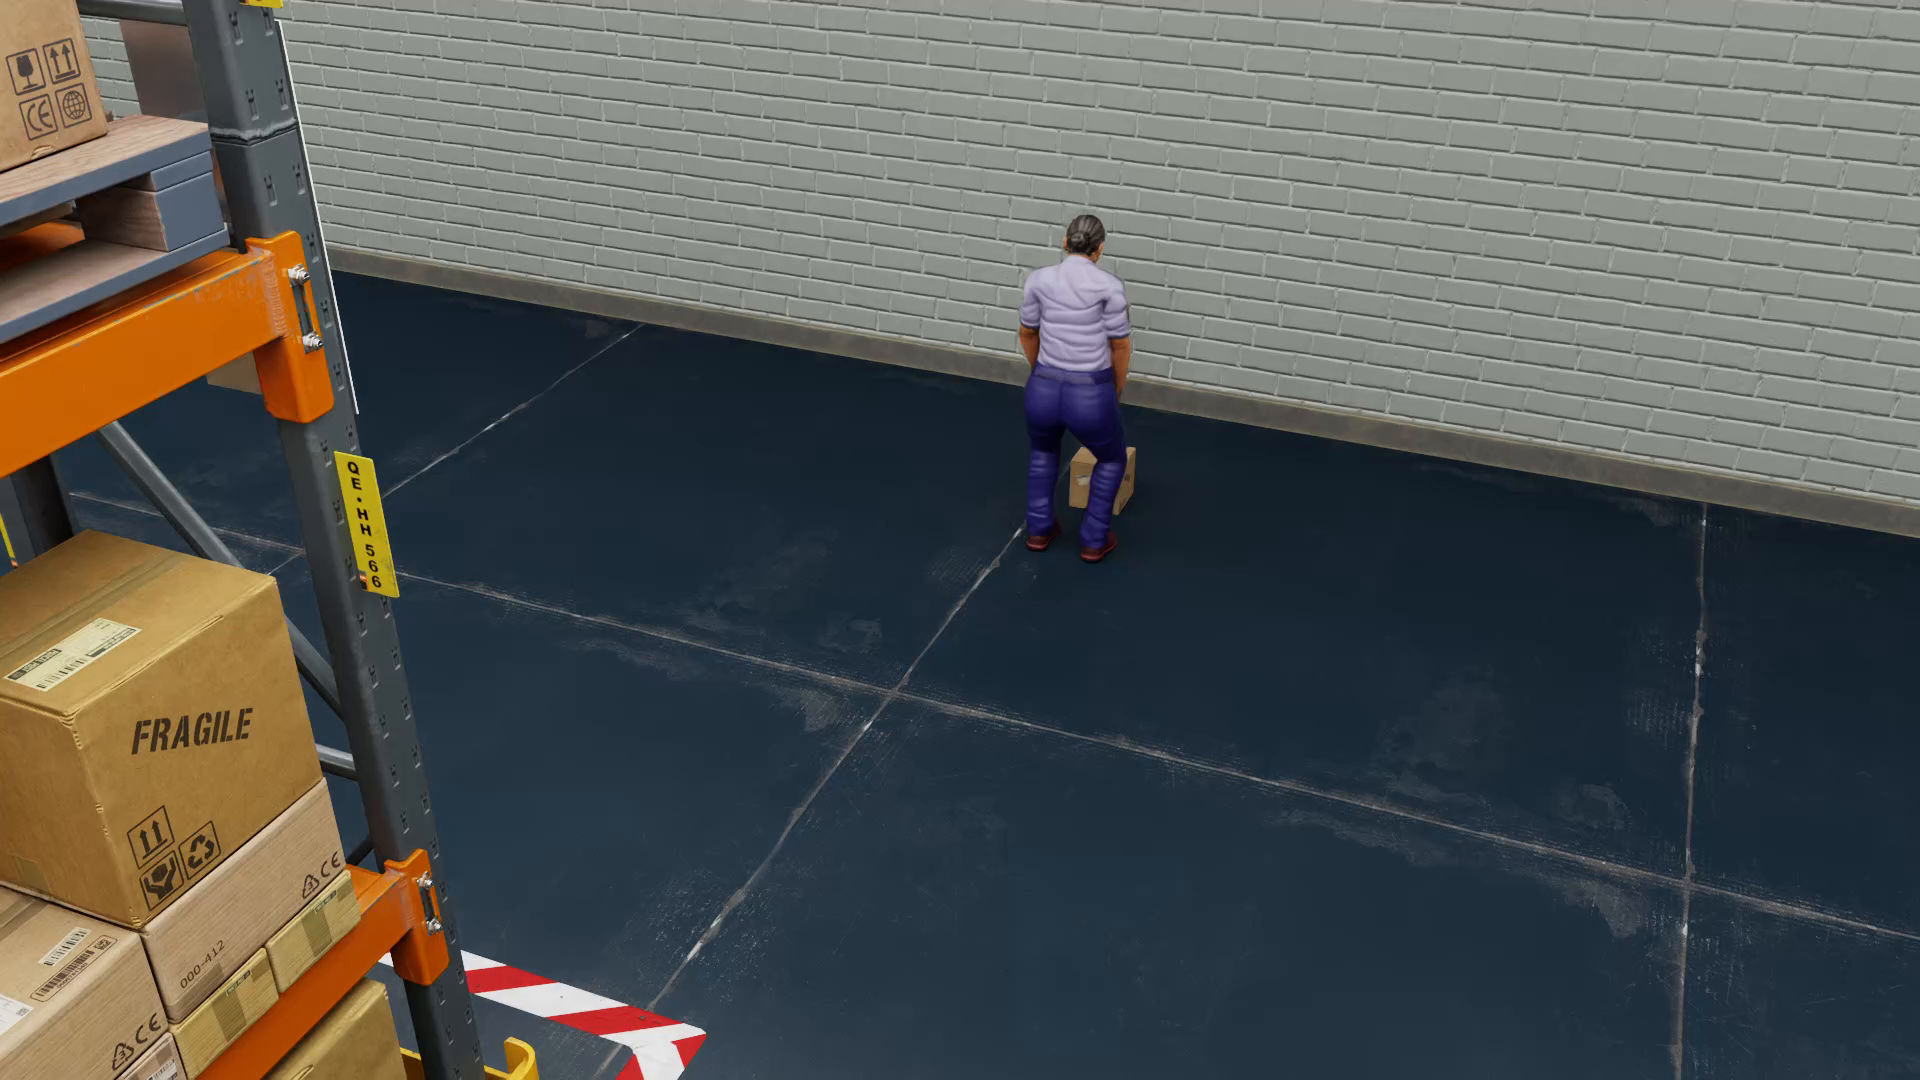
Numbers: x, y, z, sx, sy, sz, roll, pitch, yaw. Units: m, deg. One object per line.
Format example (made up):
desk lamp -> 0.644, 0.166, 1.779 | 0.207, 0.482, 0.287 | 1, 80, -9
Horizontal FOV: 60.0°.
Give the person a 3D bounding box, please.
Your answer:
person -> 0.487, -0.651, 7.396 | 0.515, 1.546, 0.485 | 12, 32, 20
